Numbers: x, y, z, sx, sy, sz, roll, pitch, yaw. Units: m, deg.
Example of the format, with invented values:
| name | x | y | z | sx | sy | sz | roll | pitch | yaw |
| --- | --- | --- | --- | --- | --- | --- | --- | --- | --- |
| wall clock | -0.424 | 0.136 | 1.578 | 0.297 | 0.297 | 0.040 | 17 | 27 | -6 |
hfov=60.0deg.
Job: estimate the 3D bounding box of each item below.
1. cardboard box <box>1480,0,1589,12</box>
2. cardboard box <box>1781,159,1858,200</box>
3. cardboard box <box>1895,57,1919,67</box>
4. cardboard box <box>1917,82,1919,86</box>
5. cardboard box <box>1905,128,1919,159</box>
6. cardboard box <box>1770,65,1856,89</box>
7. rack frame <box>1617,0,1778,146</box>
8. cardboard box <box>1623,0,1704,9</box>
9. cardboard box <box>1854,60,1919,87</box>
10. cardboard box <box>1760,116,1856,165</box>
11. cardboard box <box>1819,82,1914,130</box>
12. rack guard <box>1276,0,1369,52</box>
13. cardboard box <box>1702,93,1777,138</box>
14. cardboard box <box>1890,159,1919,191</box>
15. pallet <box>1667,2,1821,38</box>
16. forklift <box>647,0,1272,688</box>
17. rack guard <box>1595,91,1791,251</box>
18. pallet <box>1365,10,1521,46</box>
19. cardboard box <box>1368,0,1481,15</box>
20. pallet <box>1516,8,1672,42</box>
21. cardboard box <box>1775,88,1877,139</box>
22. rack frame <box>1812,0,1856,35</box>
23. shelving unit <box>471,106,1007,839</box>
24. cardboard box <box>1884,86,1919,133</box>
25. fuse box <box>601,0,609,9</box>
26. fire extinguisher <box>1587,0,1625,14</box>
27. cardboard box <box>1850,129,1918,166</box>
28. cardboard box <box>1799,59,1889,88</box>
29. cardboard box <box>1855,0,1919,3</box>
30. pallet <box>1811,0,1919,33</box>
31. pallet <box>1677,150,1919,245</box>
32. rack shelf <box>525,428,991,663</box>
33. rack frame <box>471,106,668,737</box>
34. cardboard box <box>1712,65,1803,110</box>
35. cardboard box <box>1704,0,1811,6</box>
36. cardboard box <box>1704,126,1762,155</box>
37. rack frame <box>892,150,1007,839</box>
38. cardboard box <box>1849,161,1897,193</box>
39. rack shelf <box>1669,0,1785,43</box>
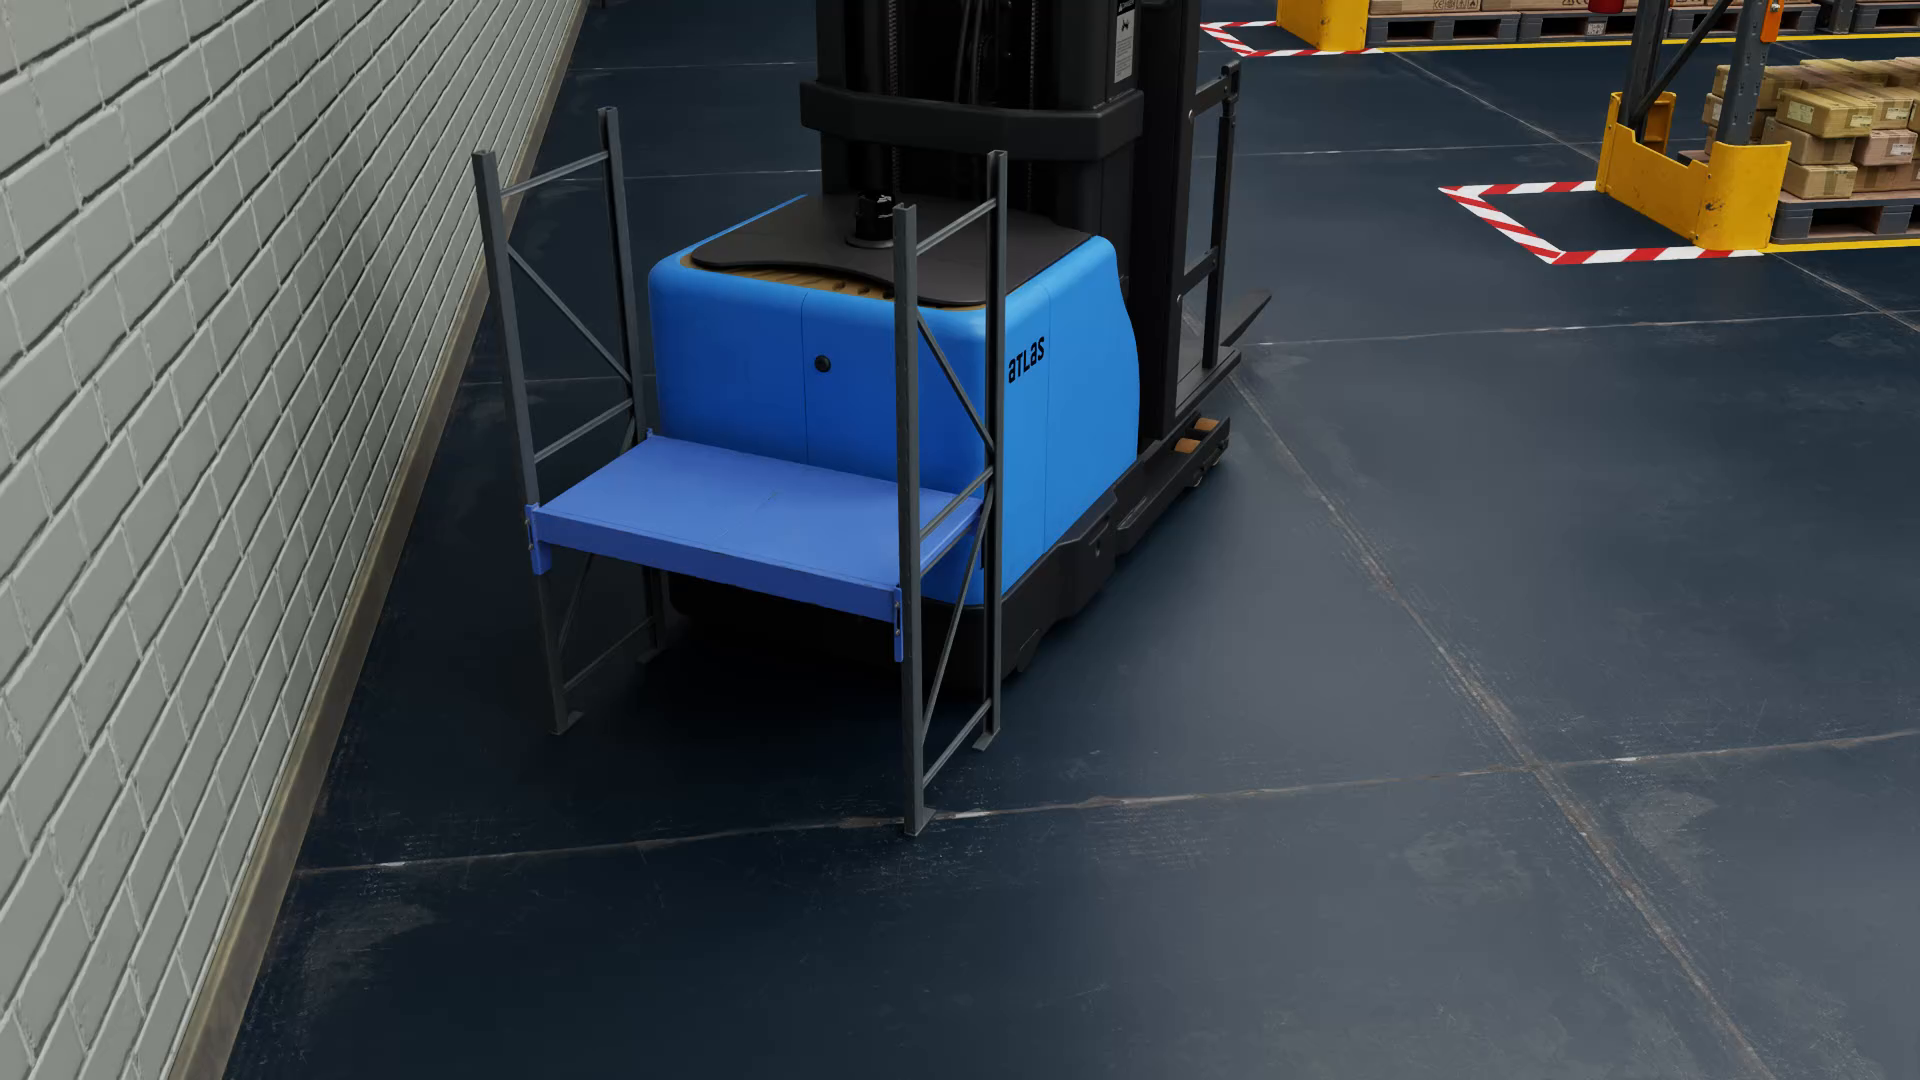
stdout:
| name | x | y | z | sx | sy | sz | roll | pitch | yaw |
| --- | --- | --- | --- | --- | --- | --- | --- | --- | --- |
| cardboard box | 4.328 | -4.407 | 12.900 | 0.875 | 0.438 | 0.875 | -3 | 27 | -6 |
| cardboard box | 4.136 | -1.787 | 8.110 | 0.250 | 0.149 | 0.380 | -3 | 27 | -6 |
| cardboard box | 5.081 | -2.405 | 8.663 | 0.250 | 0.149 | 0.380 | -3 | 27 | -5 |
| cardboard box | 4.896 | -2.126 | 8.119 | 0.250 | 0.149 | 0.380 | -5 | 28 | -10 |
| cardboard box | 4.636 | -1.996 | 8.190 | 0.250 | 0.149 | 0.380 | -3 | 27 | -6 |
| cardboard box | 4.318 | -2.301 | 8.461 | 0.250 | 0.149 | 0.380 | -3 | 27 | -6 |
| rack frame | 3.573 | -2.980 | 7.772 | 0.127 | 3.000 | 1.000 | -4 | 27 | -7 |
| cardboard box | 5.221 | -4.464 | 13.011 | 0.875 | 0.438 | 0.875 | -4 | 27 | -9 |
| cardboard box | 4.822 | -2.363 | 8.581 | 0.250 | 0.149 | 0.380 | -5 | 28 | -9 |
| cardboard box | 4.127 | -1.948 | 8.098 | 0.250 | 0.149 | 0.380 | -3 | 27 | -5 |
| cardboard box | 4.395 | -2.115 | 8.097 | 0.250 | 0.149 | 0.380 | -3 | 27 | -6 |
| rack guard | 2.759 | -4.098 | 12.688 | 0.348 | 0.500 | 1.175 | -4 | 27 | -7 |
| cardboard box | 4.055 | -2.193 | 8.576 | 0.250 | 0.149 | 0.380 | -4 | 27 | -8 |
| cardboard box | 4.629 | -1.860 | 8.251 | 0.250 | 0.149 | 0.380 | -3 | 27 | -7 |
| pallet | 5.980 | -4.212 | 13.228 | 1.213 | 0.211 | 1.003 | -4 | 27 | -7 |
| forklift | 0.281 | -1.561 | 5.081 | 1.130 | 2.935 | 3.031 | 13 | 30 | 23 |
| rack guard | 3.648 | -1.873 | 8.352 | 0.348 | 0.500 | 1.175 | -4 | 27 | -7 |
| pallet | 3.564 | -4.057 | 12.925 | 1.213 | 0.211 | 1.003 | -4 | 27 | -7 |
| cardboard box | 3.422 | -4.345 | 12.780 | 0.875 | 0.438 | 0.875 | -5 | 28 | -9 |
| pallet | 4.769 | -4.133 | 13.074 | 1.213 | 0.211 | 1.003 | -4 | 27 | -7 |
| cardboard box | 4.139 | -2.043 | 7.957 | 0.250 | 0.149 | 0.380 | -5 | 28 | -9 |
| rack frame | 6.744 | -5.466 | 12.616 | 0.127 | 3.000 | 1.000 | -4 | 27 | -7 |
| shelving unit | -0.476 | -0.172 | 3.942 | 1.048 | 1.500 | 0.538 | 12 | 29 | 22 |
| cardboard box | 4.662 | -2.073 | 8.015 | 0.250 | 0.149 | 0.380 | -4 | 27 | -7 |
| fuse box | -2.946 | -5.228 | 13.564 | 0.414 | 1.711 | 0.539 | -4 | 27 | -7 |
| fire extinguisher | 3.259 | -2.972 | 8.250 | 0.183 | 0.674 | 0.296 | -4 | 27 | -7 |
| cardboard box | 4.406 | -1.940 | 8.082 | 0.250 | 0.149 | 0.380 | -4 | 27 | -7 |
| cardboard box | 4.557 | -2.375 | 8.605 | 0.250 | 0.149 | 0.380 | -4 | 27 | -8 |
| cardboard box | 7.347 | -4.783 | 13.153 | 0.875 | 0.875 | 0.875 | -3 | 27 | -6 |
| pallet | 7.497 | -4.308 | 13.415 | 1.213 | 0.211 | 1.003 | -4 | 27 | -7 |
| pallet | 4.457 | -1.780 | 8.488 | 1.213 | 0.211 | 1.003 | -4 | 27 | -7 |
| rack shelf | -0.476 | -0.012 | 4.024 | 1.000 | 0.185 | 0.538 | 12 | 29 | 22 |
| rack frame | -0.939 | -0.268 | 4.130 | 0.032 | 1.500 | 0.500 | 12 | 29 | 22 |
| cardboard box | 4.062 | -2.311 | 8.480 | 0.250 | 0.149 | 0.380 | -3 | 27 | -7 |
| cardboard box | 6.107 | -4.521 | 13.122 | 0.875 | 0.438 | 0.875 | -4 | 27 | -8 |
| cardboard box | 4.065 | -2.026 | 8.576 | 0.250 | 0.149 | 0.380 | -3 | 27 | -6 |
| rack frame | -0.014 | -0.075 | 3.754 | 0.032 | 1.500 | 0.500 | 12 | 29 | 22 |
| cardboard box | 4.384 | -1.841 | 8.214 | 0.250 | 0.149 | 0.380 | -4 | 27 | -7 |
| rack shelf | 5.553 | -2.787 | 8.184 | 4.000 | 0.370 | 1.077 | -4 | 27 | -7 |
